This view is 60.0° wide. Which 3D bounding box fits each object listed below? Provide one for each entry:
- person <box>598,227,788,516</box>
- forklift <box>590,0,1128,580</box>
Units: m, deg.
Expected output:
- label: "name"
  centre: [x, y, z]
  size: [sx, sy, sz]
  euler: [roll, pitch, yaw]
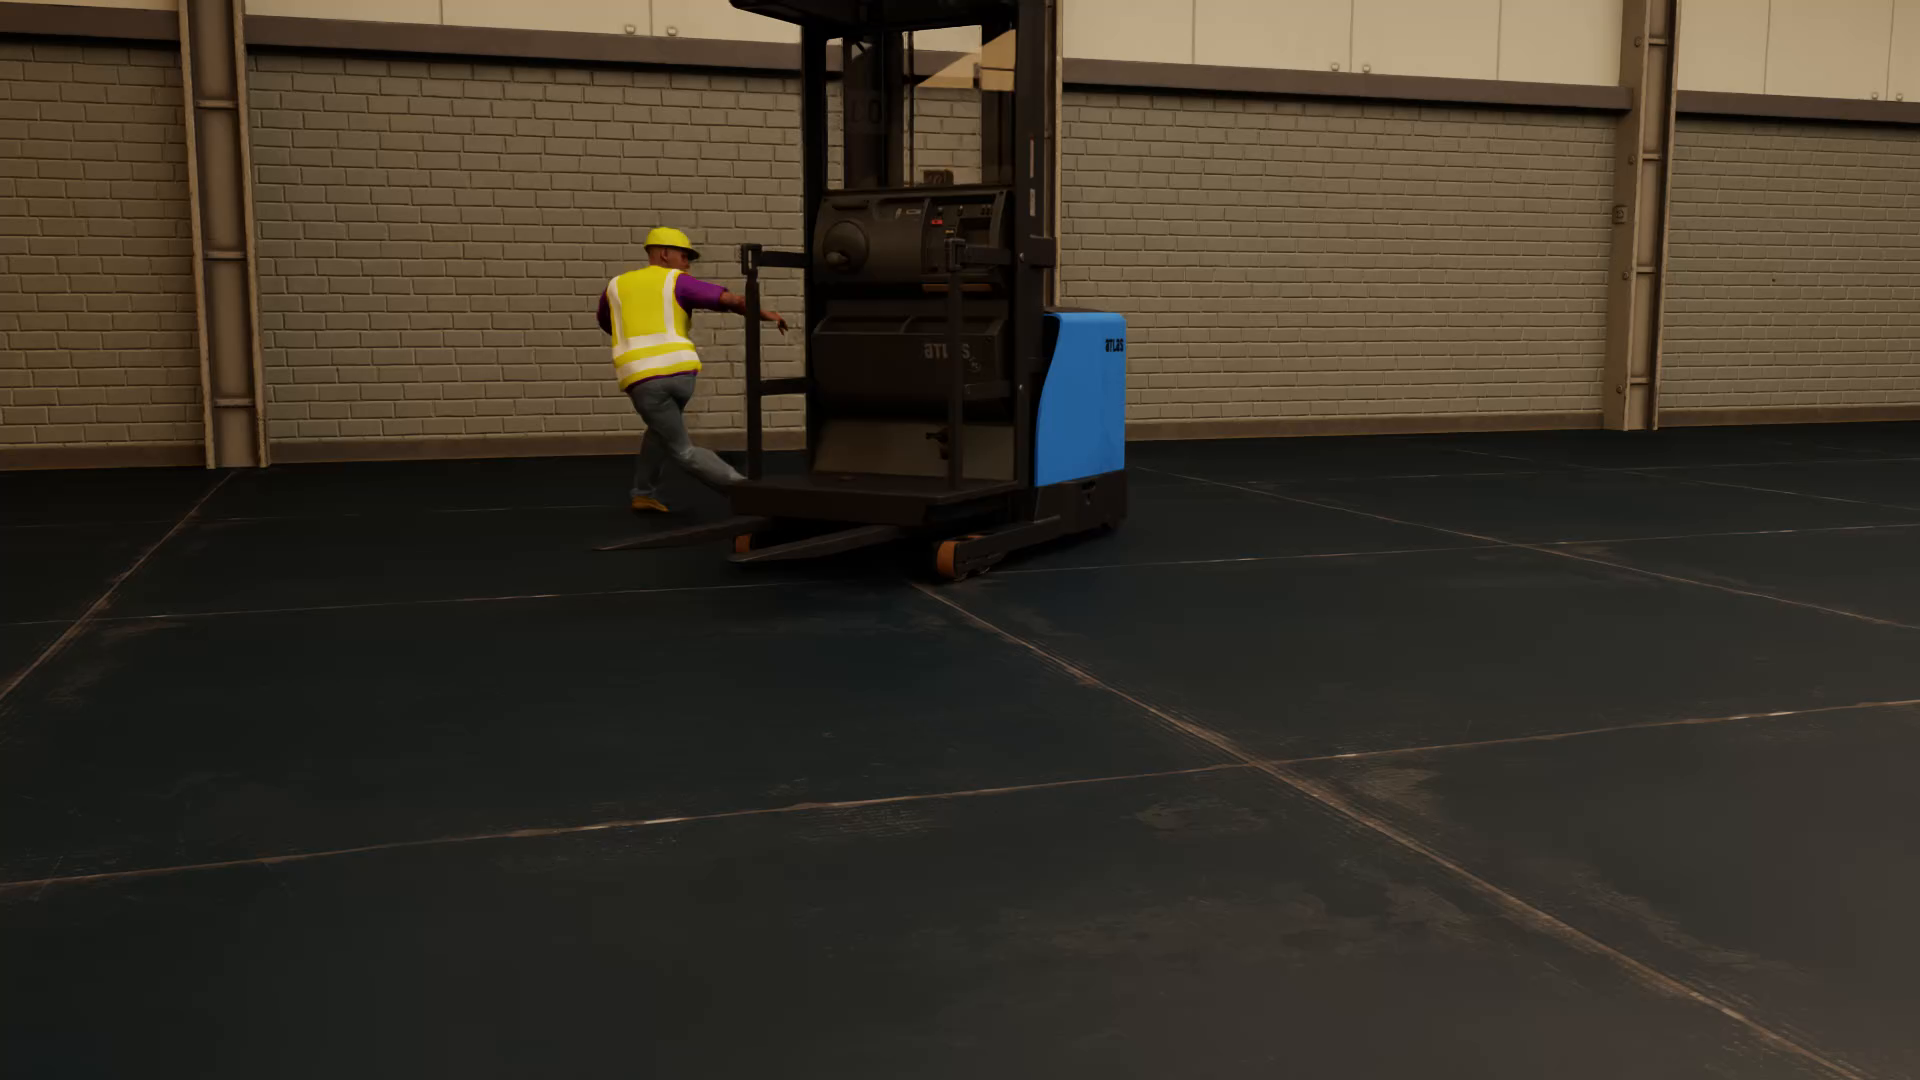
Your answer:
- label: "person"
  centre: [-1.409, -0.874, 8.800]
  size: [0.980, 1.546, 1.116]
  euler: [-2, 8, -12]
- label: "forklift"
  centre: [-0.325, -1.357, 7.027]
  size: [1.130, 2.935, 3.031]
  euler: [4, 9, 28]
